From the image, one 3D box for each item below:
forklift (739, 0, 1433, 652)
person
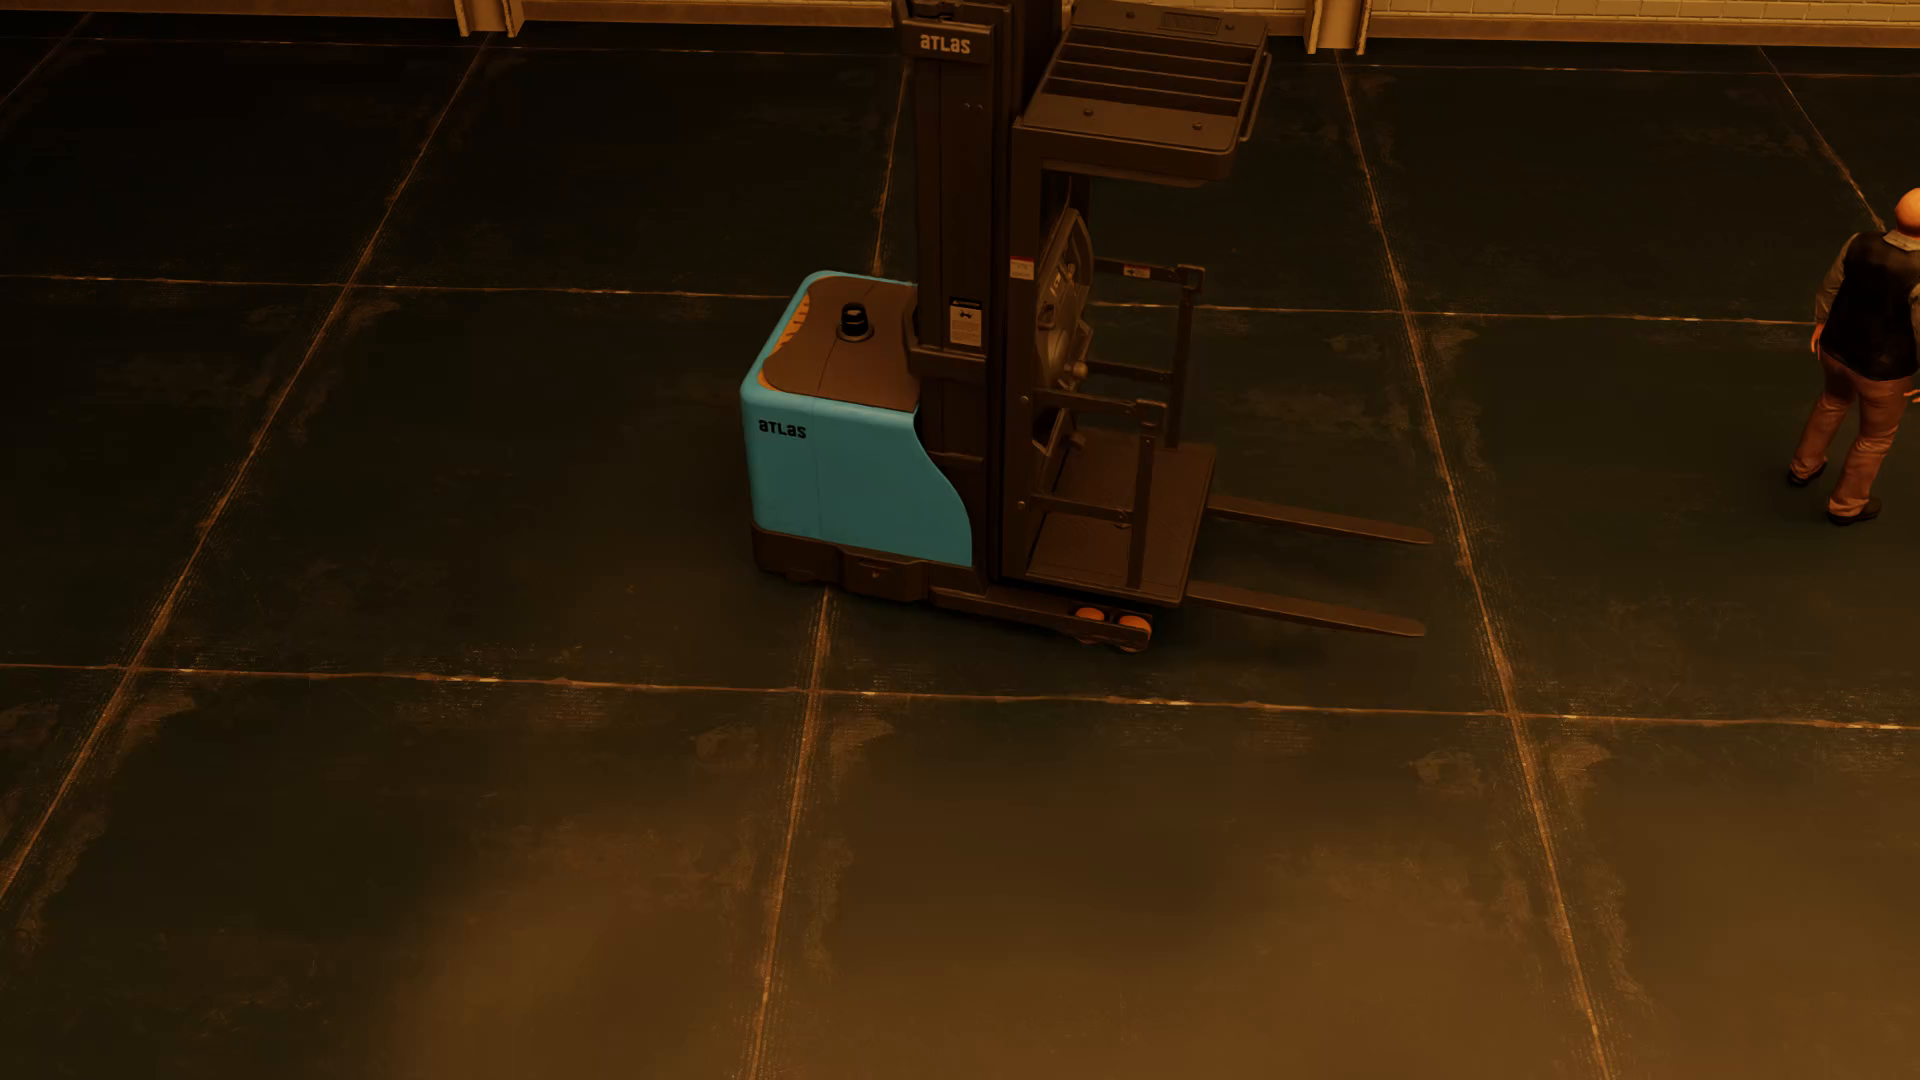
[{"bbox_3d":[0.618,-0.986,6.822,3.031,2.935,1.130,10,43,11],"label":"forklift"},{"bbox_3d":[4.159,-0.844,7.564,0.491,1.722,0.616,-21,46,-21],"label":"person"}]
